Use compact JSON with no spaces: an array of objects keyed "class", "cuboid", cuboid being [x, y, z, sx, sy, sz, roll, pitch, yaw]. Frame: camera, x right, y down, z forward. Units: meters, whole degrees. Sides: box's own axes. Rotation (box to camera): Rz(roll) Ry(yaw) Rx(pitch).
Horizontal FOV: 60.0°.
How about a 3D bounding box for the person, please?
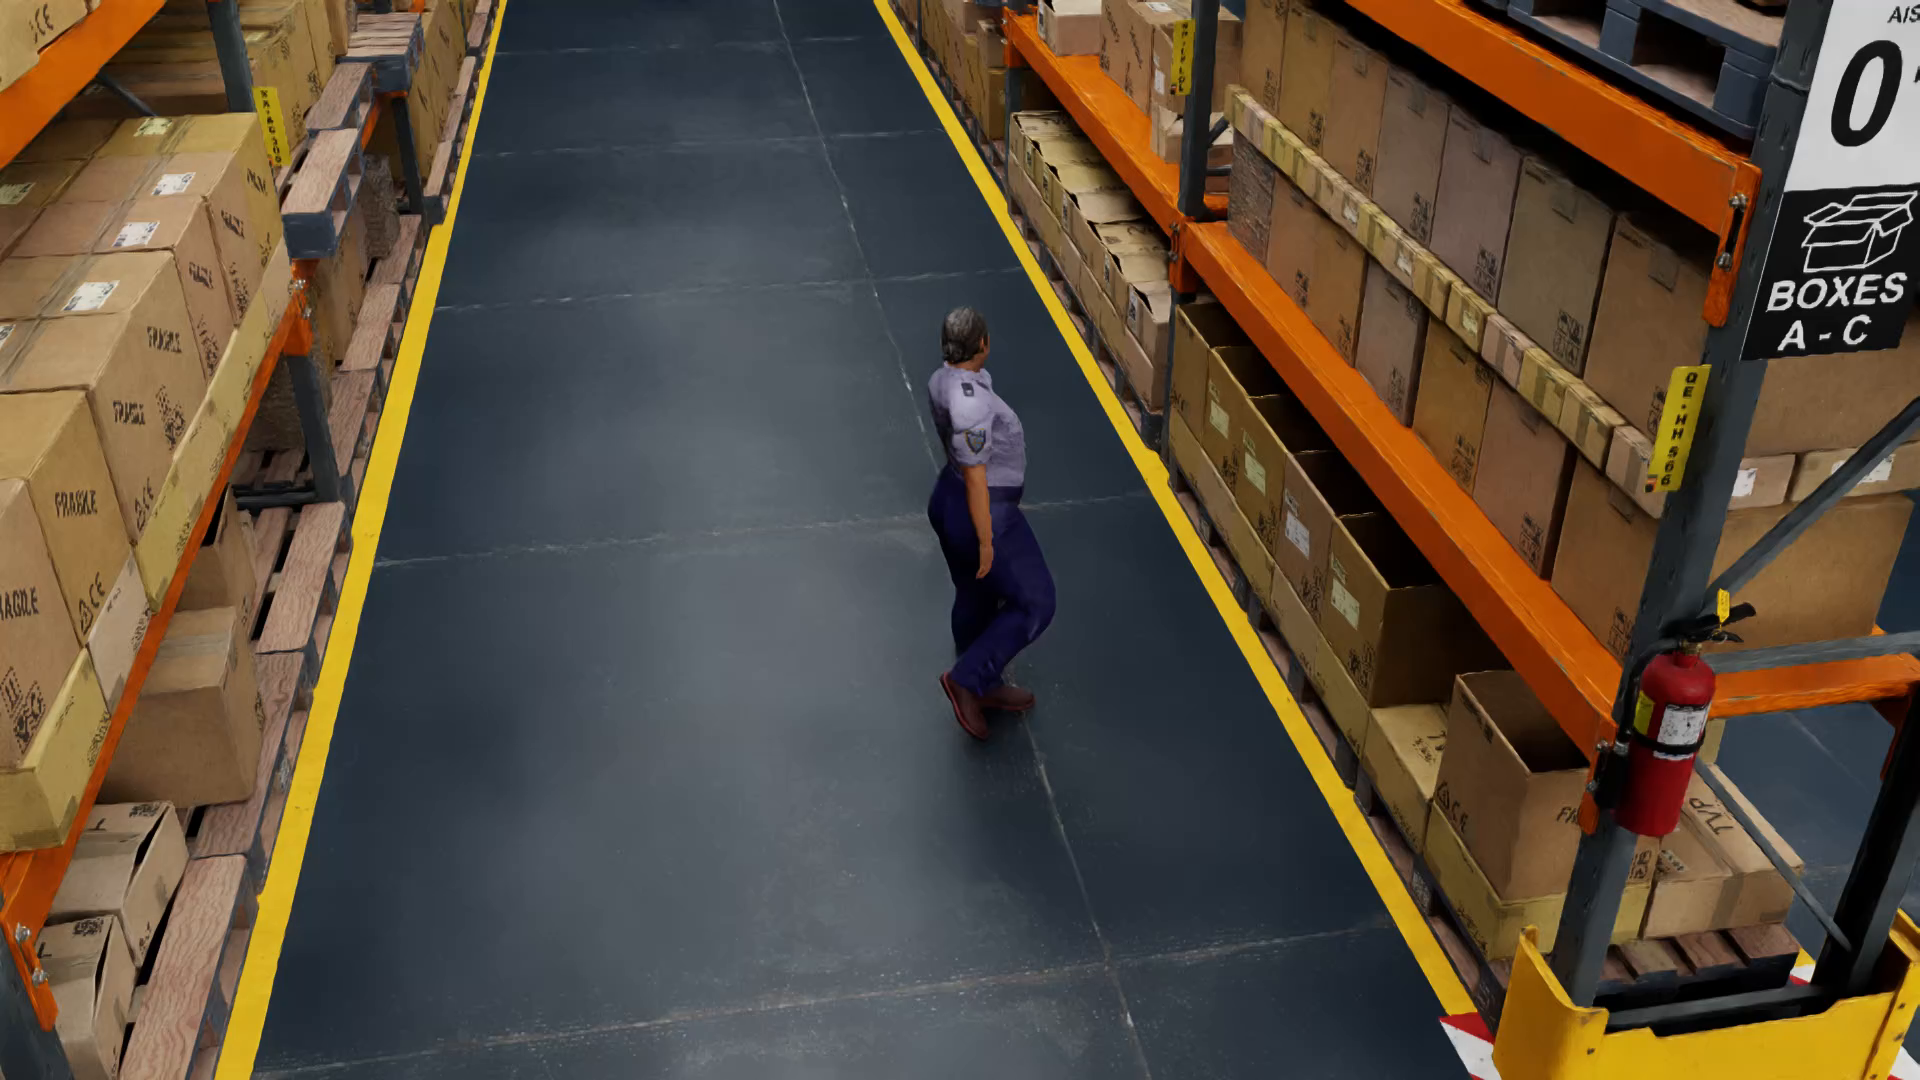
[{"class":"person","cuboid":[0.093,-0.052,6.235,0.441,1.638,0.636,-9,32,-15]}]
